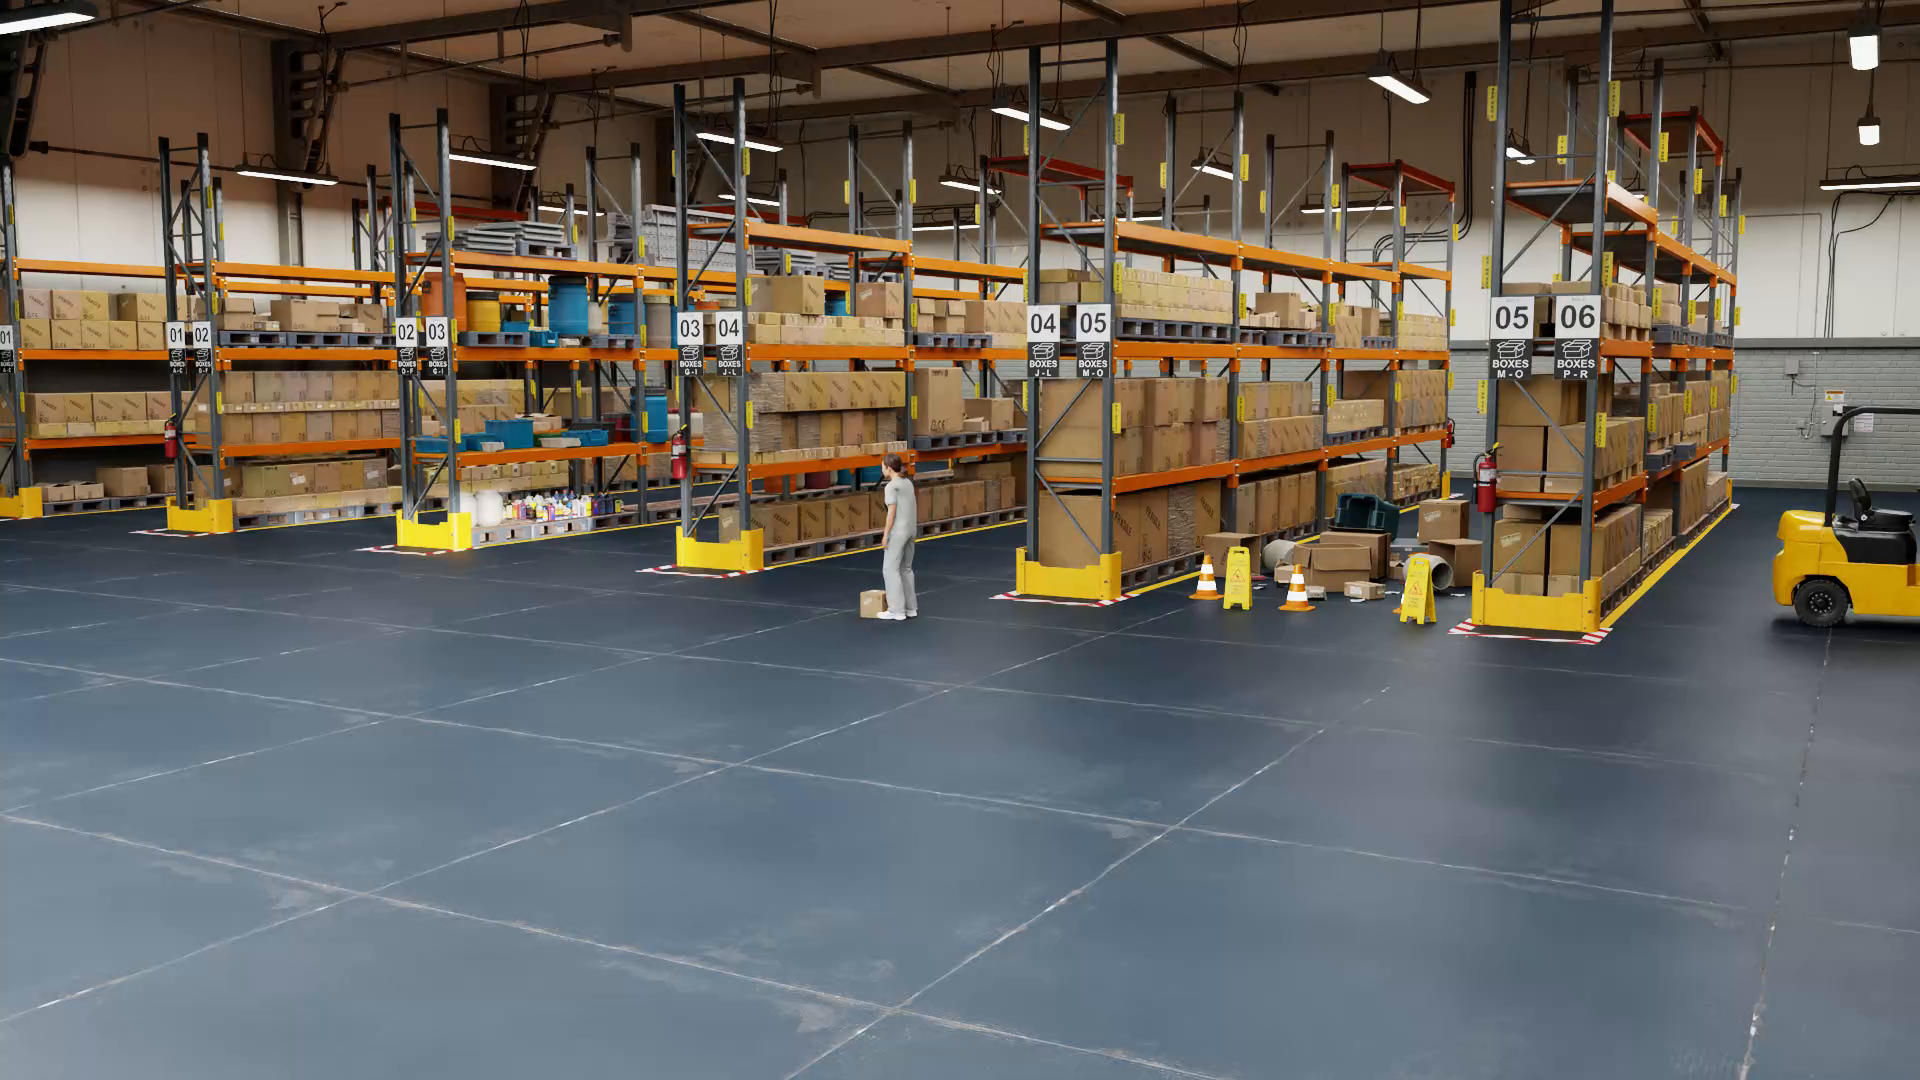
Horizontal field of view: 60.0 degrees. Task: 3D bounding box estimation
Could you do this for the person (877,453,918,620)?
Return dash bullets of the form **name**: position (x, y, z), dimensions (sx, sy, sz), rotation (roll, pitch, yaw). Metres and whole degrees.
- **person**: position (-0.621, -0.043, 16.744), dimensions (0.355, 1.672, 0.496), rotation (3, 7, 28)
